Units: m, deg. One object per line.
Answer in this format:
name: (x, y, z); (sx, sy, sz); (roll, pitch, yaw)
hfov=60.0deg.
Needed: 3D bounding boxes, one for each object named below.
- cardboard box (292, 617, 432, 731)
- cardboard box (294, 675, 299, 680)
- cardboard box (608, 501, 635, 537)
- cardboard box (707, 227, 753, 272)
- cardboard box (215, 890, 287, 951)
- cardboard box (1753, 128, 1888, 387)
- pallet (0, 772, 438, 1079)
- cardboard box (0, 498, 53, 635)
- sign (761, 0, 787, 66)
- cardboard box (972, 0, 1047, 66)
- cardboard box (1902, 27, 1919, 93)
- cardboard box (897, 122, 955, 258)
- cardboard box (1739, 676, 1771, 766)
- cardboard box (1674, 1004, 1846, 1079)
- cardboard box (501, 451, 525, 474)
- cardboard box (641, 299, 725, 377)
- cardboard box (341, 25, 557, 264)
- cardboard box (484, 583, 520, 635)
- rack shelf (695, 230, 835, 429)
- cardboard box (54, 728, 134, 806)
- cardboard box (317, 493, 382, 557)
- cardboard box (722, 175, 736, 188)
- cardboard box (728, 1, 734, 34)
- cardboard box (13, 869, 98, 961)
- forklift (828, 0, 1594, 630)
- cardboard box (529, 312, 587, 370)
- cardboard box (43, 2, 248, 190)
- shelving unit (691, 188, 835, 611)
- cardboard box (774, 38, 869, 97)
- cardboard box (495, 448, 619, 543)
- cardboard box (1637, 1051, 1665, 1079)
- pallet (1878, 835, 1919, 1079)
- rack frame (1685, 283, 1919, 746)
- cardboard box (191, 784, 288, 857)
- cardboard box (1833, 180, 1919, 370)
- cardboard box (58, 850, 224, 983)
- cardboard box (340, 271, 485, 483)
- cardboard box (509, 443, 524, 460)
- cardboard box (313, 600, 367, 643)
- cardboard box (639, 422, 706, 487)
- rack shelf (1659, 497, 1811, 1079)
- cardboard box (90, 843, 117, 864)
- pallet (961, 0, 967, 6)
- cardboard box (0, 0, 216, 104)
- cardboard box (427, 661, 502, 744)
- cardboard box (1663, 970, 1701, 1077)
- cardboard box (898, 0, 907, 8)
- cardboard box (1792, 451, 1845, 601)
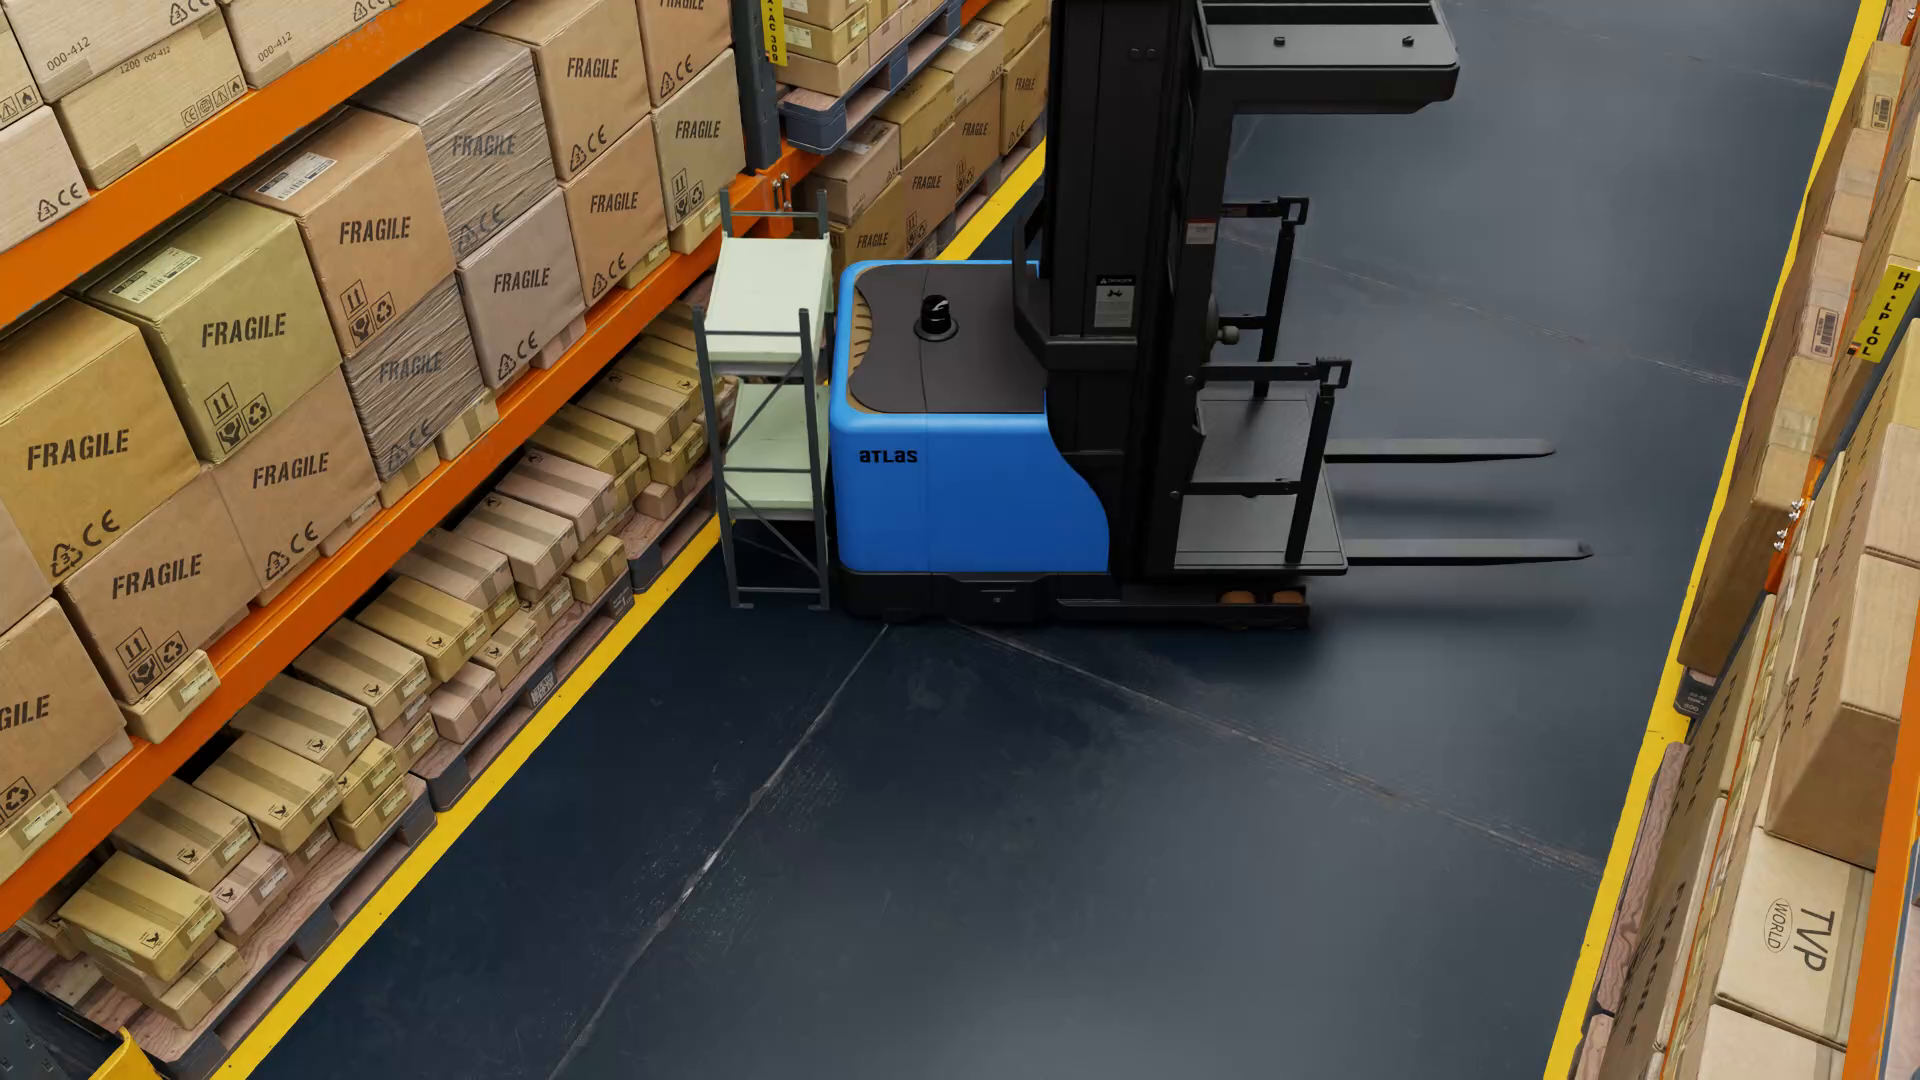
cardboard box: (-2.067, 0.462, 5.755); (0.380, 0.149, 0.250); (22, 49, 21)
cardboard box: (-2.588, 0.499, 6.137); (0.380, 0.149, 0.250); (18, 48, 17)
cardboard box: (-1.556, -0.137, 6.765); (0.380, 0.149, 0.250); (19, 48, 18)
cardboard box: (-1.065, -1.619, 7.983); (0.500, 0.500, 0.500); (20, 49, 18)
cardboard box: (-2.466, 1.157, 5.486); (0.380, 0.149, 0.250); (20, 49, 19)
cardboard box: (4.258, -1.033, 7.141); (1.225, 0.875, 0.875); (21, 49, 19)
pallet: (-2.598, 1.151, 5.743); (1.003, 0.211, 1.213); (20, 49, 19)
cardboard box: (-2.599, 0.033, 3.906); (0.500, 0.500, 0.500); (20, 49, 19)
sign: (-0.701, -1.931, 6.220); (0.100, 0.325, 0.005); (20, 49, 19)
cardboard box: (0.112, -2.699, 8.523); (0.500, 0.250, 0.500); (22, 49, 20)
cardboard box: (4.314, -2.112, 6.938); (0.500, 0.500, 0.500); (19, 48, 18)
cardboard box: (-0.363, -1.781, 8.144); (0.500, 0.500, 0.500); (23, 50, 21)
cardboard box: (2.365, 0.563, 4.541); (0.380, 0.149, 0.250); (19, 48, 18)
cardboard box: (1.766, 1.336, 3.497); (0.500, 0.250, 0.500); (19, 48, 18)
cardboard box: (-1.884, -0.404, 6.821); (0.380, 0.149, 0.250); (18, 48, 17)
cardboard box: (-1.120, -0.845, 7.047); (0.380, 0.149, 0.250); (22, 49, 20)
cardboard box: (-1.649, -1.261, 5.185); (0.500, 0.500, 0.500); (22, 49, 20)
cardboard box: (-1.881, 0.211, 6.213); (0.380, 0.149, 0.250); (23, 50, 21)
rack shelf: (-0.711, -0.793, 6.204); (0.431, 0.370, 0.720); (1, 45, 1)
cardboard box: (-2.520, 0.538, 4.566); (0.380, 0.149, 0.250); (22, 49, 20)
cardboard box: (-2.061, -0.132, 5.228); (0.380, 0.149, 0.250); (20, 49, 18)
cardboard box: (-1.110, -1.455, 6.536); (0.380, 0.149, 0.250); (20, 49, 19)
cardboard box: (-1.176, -2.175, 6.952); (0.380, 0.149, 0.250); (19, 48, 18)
cardboard box: (-2.982, 1.173, 5.470); (0.380, 0.149, 0.250); (21, 49, 20)
forklift: (1.025, -1.052, 6.009); (3.031, 2.935, 1.130); (0, 45, 0)
cardboard box: (-1.552, -0.773, 5.861); (0.380, 0.149, 0.250); (18, 48, 17)
cardboard box: (-2.131, -1.140, 4.044); (0.500, 0.250, 0.500); (19, 48, 18)
shelving unit: (-0.714, -0.516, 6.479); (0.431, 1.500, 0.755); (1, 45, 1)
cardboard box: (-0.595, -1.956, 6.736); (0.380, 0.149, 0.250); (18, 48, 17)
cardboard box: (-1.546, -0.173, 6.383); (0.380, 0.149, 0.250); (18, 48, 17)
cardboard box: (1.953, 2.017, 4.126); (0.875, 0.875, 0.875); (20, 49, 19)
pallet: (1.639, 0.926, 1.959); (1.003, 0.211, 1.213); (20, 49, 19)
rack frame: (3.161, -0.099, 5.019); (1.000, 3.000, 0.127); (20, 49, 19)
cardboard box: (-2.359, 0.887, 5.545); (0.380, 0.149, 0.250); (21, 49, 20)
cardboard box: (3.372, -0.829, 5.670); (0.500, 0.500, 0.500); (22, 49, 20)
cardboard box: (-2.498, 1.147, 5.078); (0.380, 0.149, 0.250); (18, 48, 17)
cardboard box: (-1.893, -0.585, 5.220); (0.500, 0.500, 0.500); (19, 48, 18)
cardboard box: (-1.884, -0.505, 6.711); (0.380, 0.149, 0.250); (19, 48, 18)
cardboard box: (-2.446, 0.229, 6.195); (0.380, 0.149, 0.250); (23, 50, 21)
cardboard box: (-1.273, -0.398, 6.814); (0.380, 0.149, 0.250); (19, 48, 18)
rack shelf: (2.233, 1.413, 4.030); (1.077, 0.370, 4.000); (20, 49, 19)
cardboard box: (-2.881, 0.896, 5.536); (0.380, 0.149, 0.250); (19, 48, 18)
pallet: (-0.211, -2.992, 8.013); (1.003, 0.211, 1.213); (20, 49, 19)
cardboard box: (-2.122, -1.292, 3.843); (0.500, 0.250, 0.500); (21, 49, 19)
cardboard box: (-1.915, 0.554, 6.083); (0.380, 0.149, 0.250); (18, 48, 17)
cardboard box: (1.888, 1.213, 3.899); (0.380, 0.149, 0.250); (21, 49, 20)
cardboard box: (-0.357, -2.387, 6.953); (0.380, 0.149, 0.250); (22, 49, 20)
cardboard box: (2.711, 0.058, 4.760); (0.500, 0.250, 0.500); (20, 49, 18)
